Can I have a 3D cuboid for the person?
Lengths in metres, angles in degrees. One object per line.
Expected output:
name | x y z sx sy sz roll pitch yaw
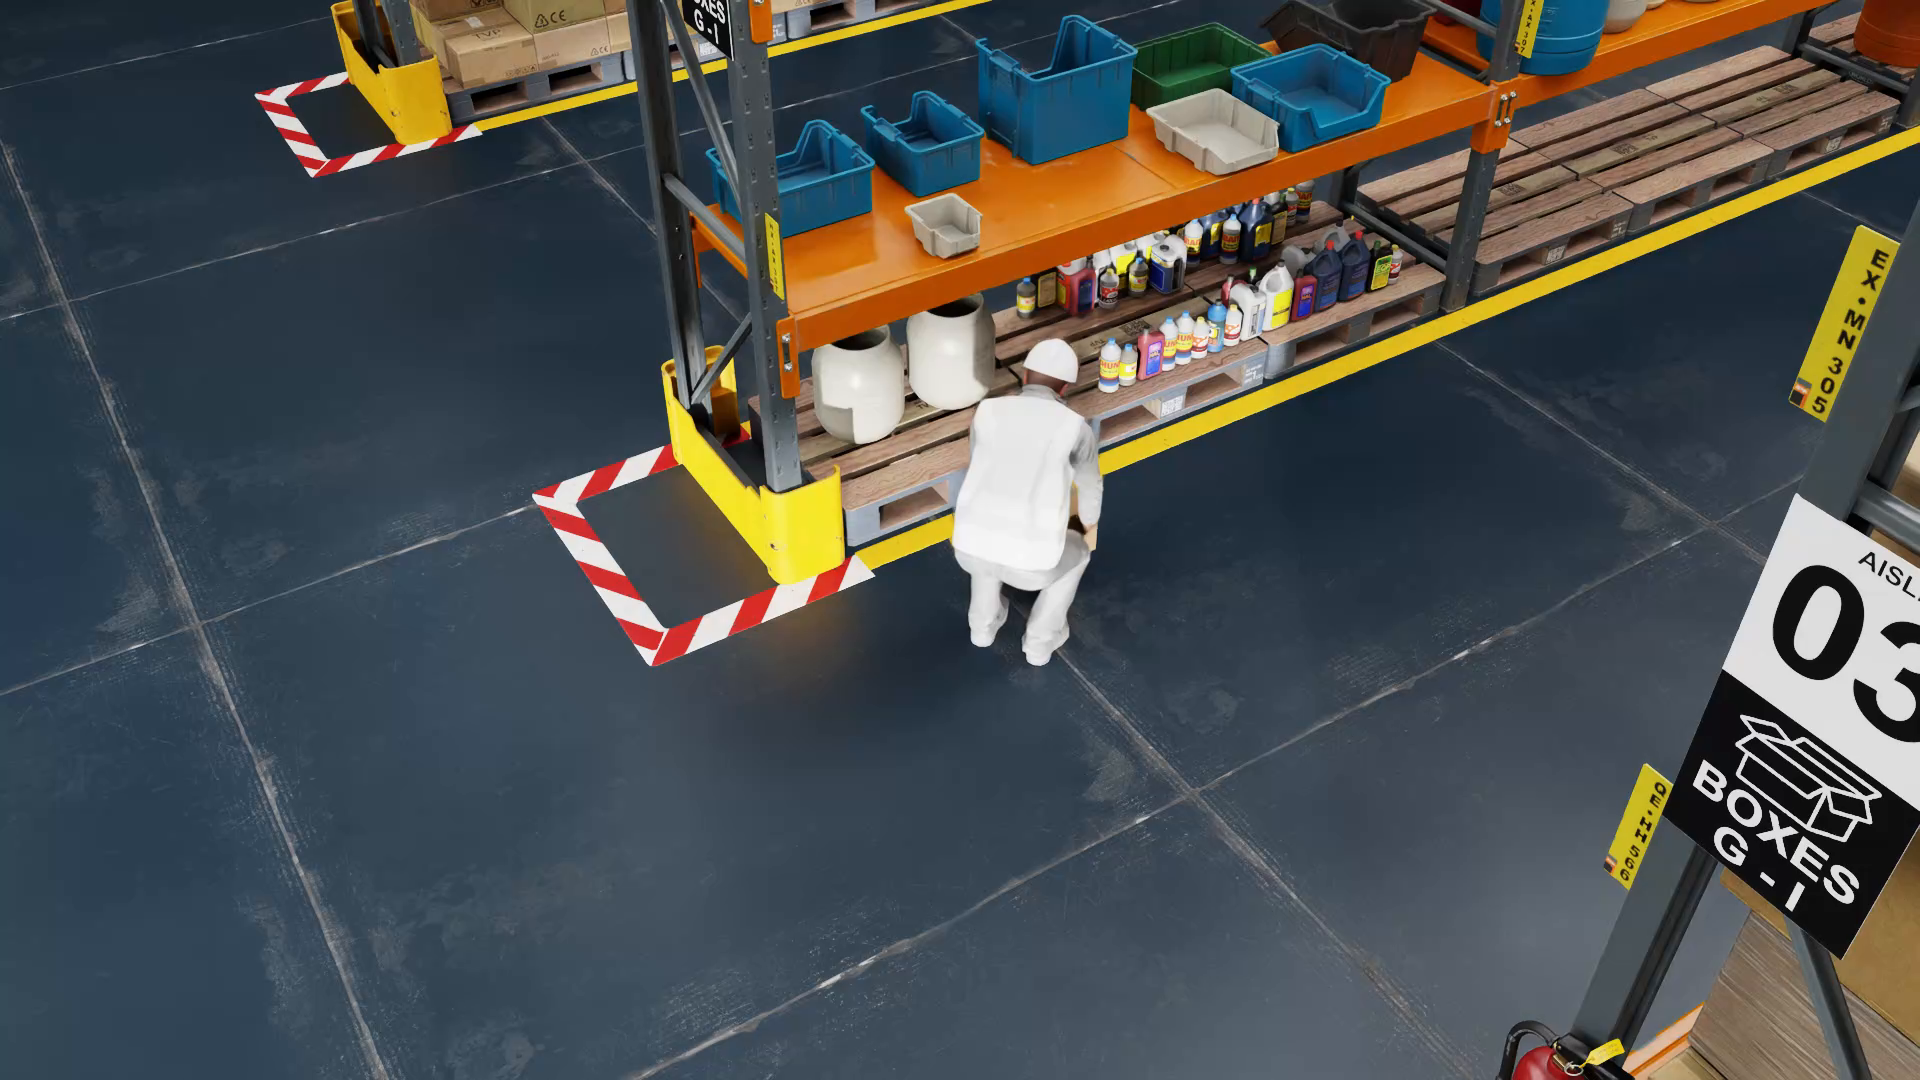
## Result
person | 0.249 -0.129 6.714 0.573 1.223 0.843 17 43 19
